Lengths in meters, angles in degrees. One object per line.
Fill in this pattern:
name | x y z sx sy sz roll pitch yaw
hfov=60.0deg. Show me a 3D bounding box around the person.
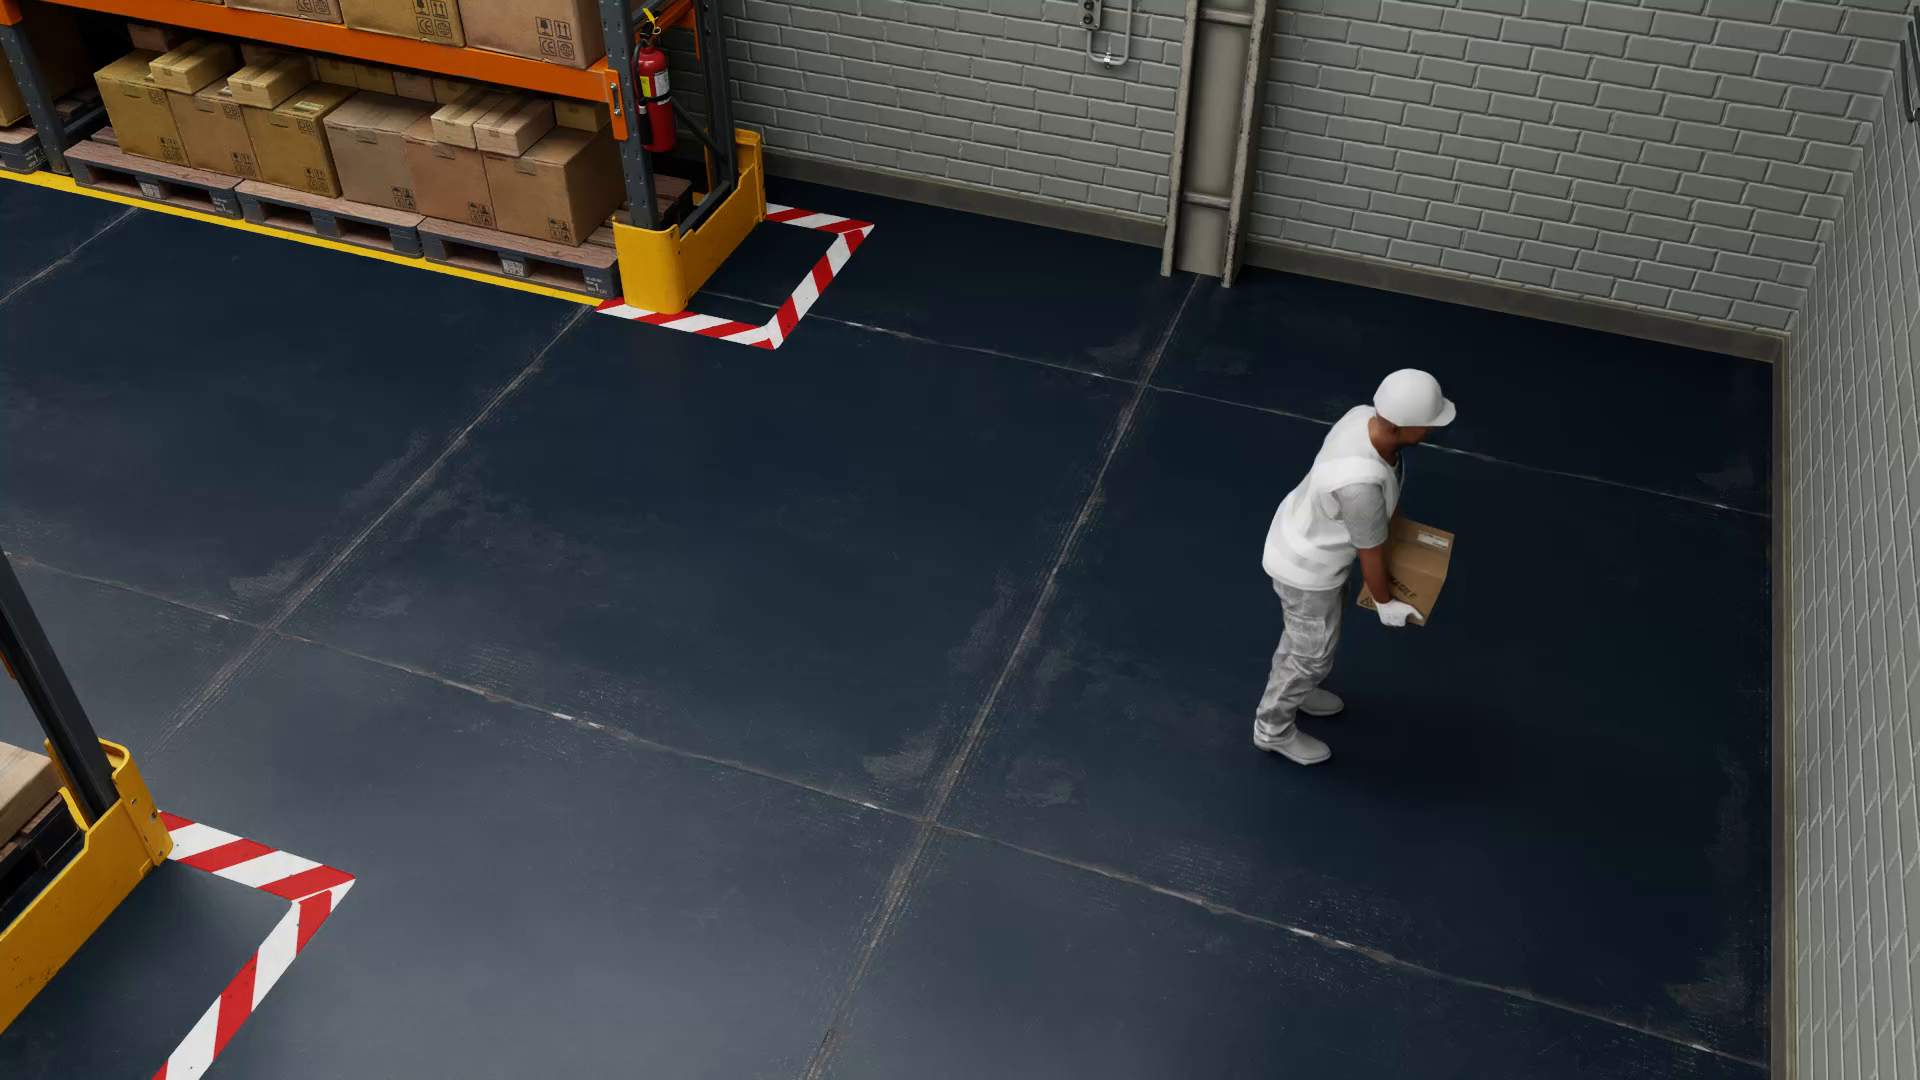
person | 1.415 0.089 6.070 0.611 1.744 0.488 13 43 14
